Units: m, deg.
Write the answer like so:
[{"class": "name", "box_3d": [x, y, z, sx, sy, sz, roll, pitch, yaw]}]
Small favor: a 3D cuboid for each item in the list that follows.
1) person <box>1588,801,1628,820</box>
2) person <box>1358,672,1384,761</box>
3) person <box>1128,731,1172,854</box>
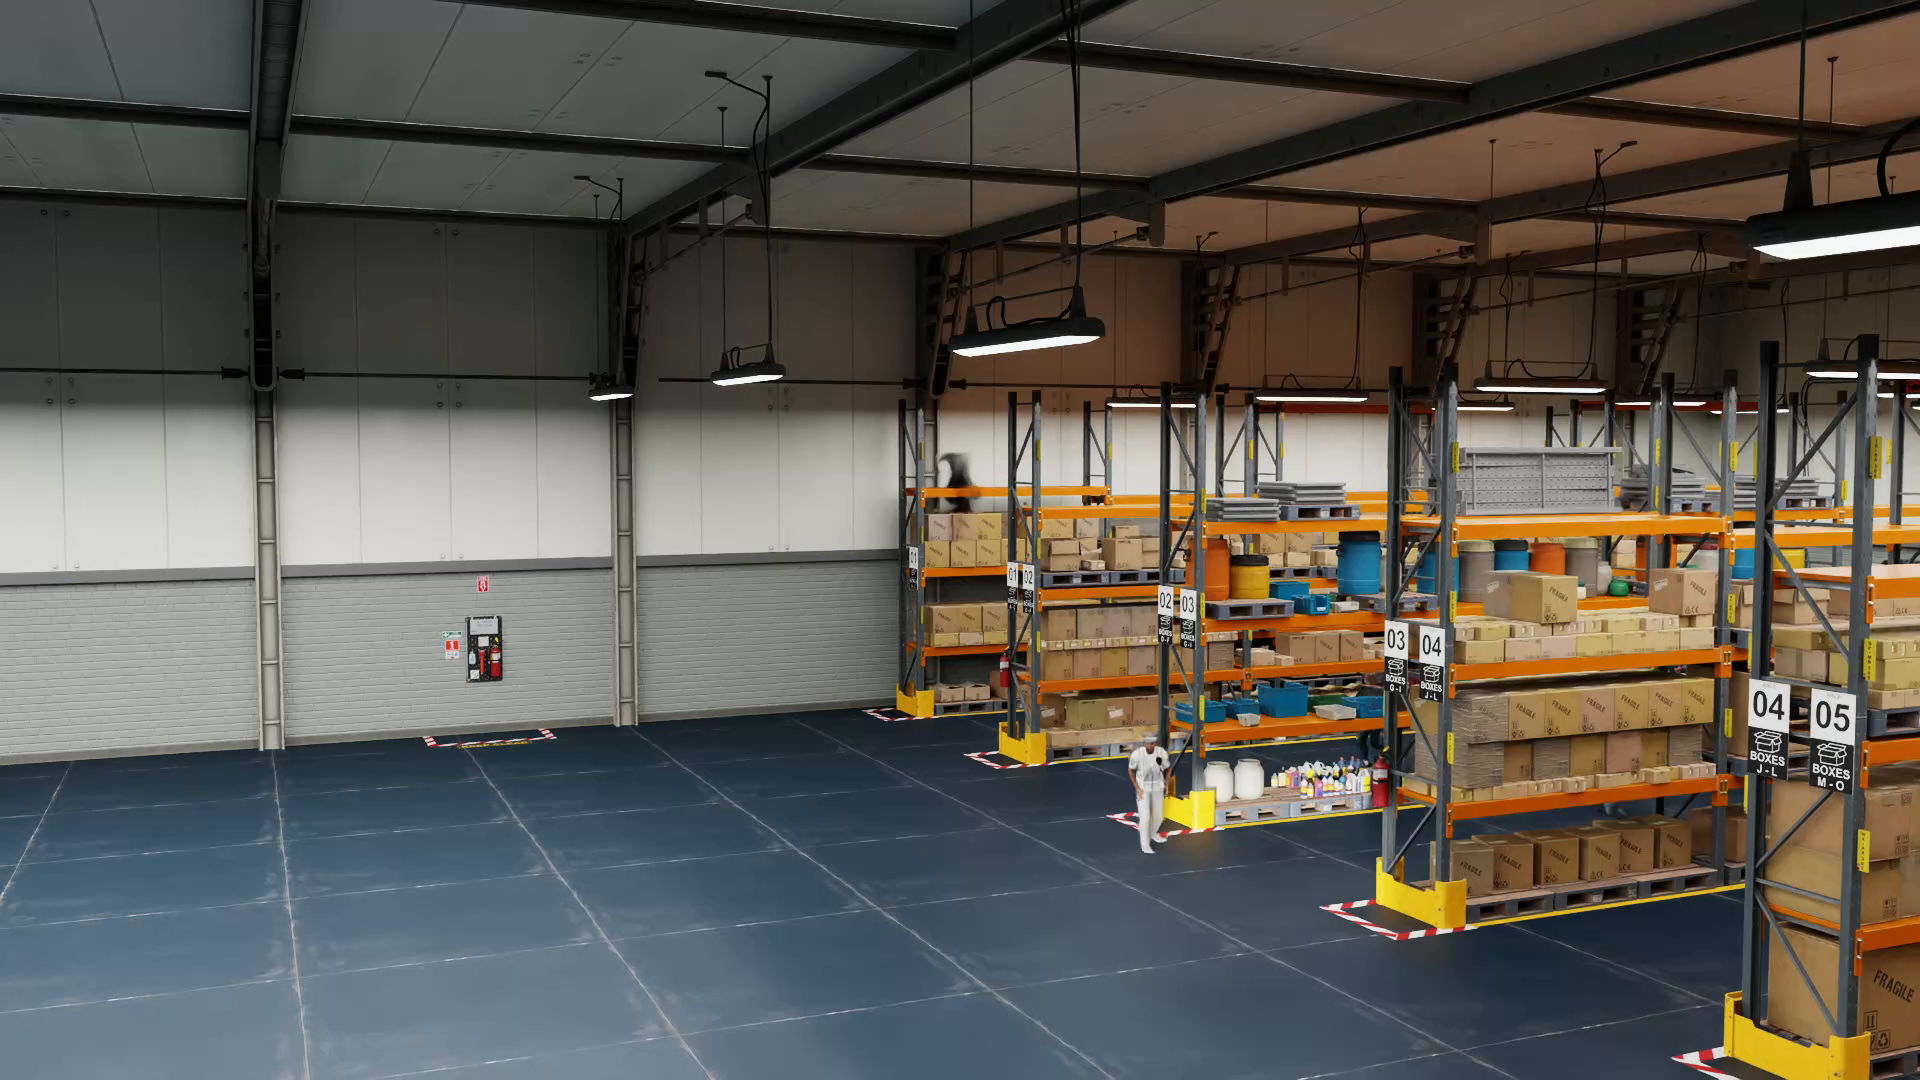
[{"class": "person", "box_3d": [8.369, 3.126, 21.550, 0.991, 1.521, 0.732, 0, 3, -3]}, {"class": "person", "box_3d": [6.492, 2.856, 25.990, 0.800, 1.604, 0.545, -1, 4, -19]}, {"class": "person", "box_3d": [2.400, 3.144, 21.040, 0.597, 1.585, 0.816, -1, 3, -10]}]
